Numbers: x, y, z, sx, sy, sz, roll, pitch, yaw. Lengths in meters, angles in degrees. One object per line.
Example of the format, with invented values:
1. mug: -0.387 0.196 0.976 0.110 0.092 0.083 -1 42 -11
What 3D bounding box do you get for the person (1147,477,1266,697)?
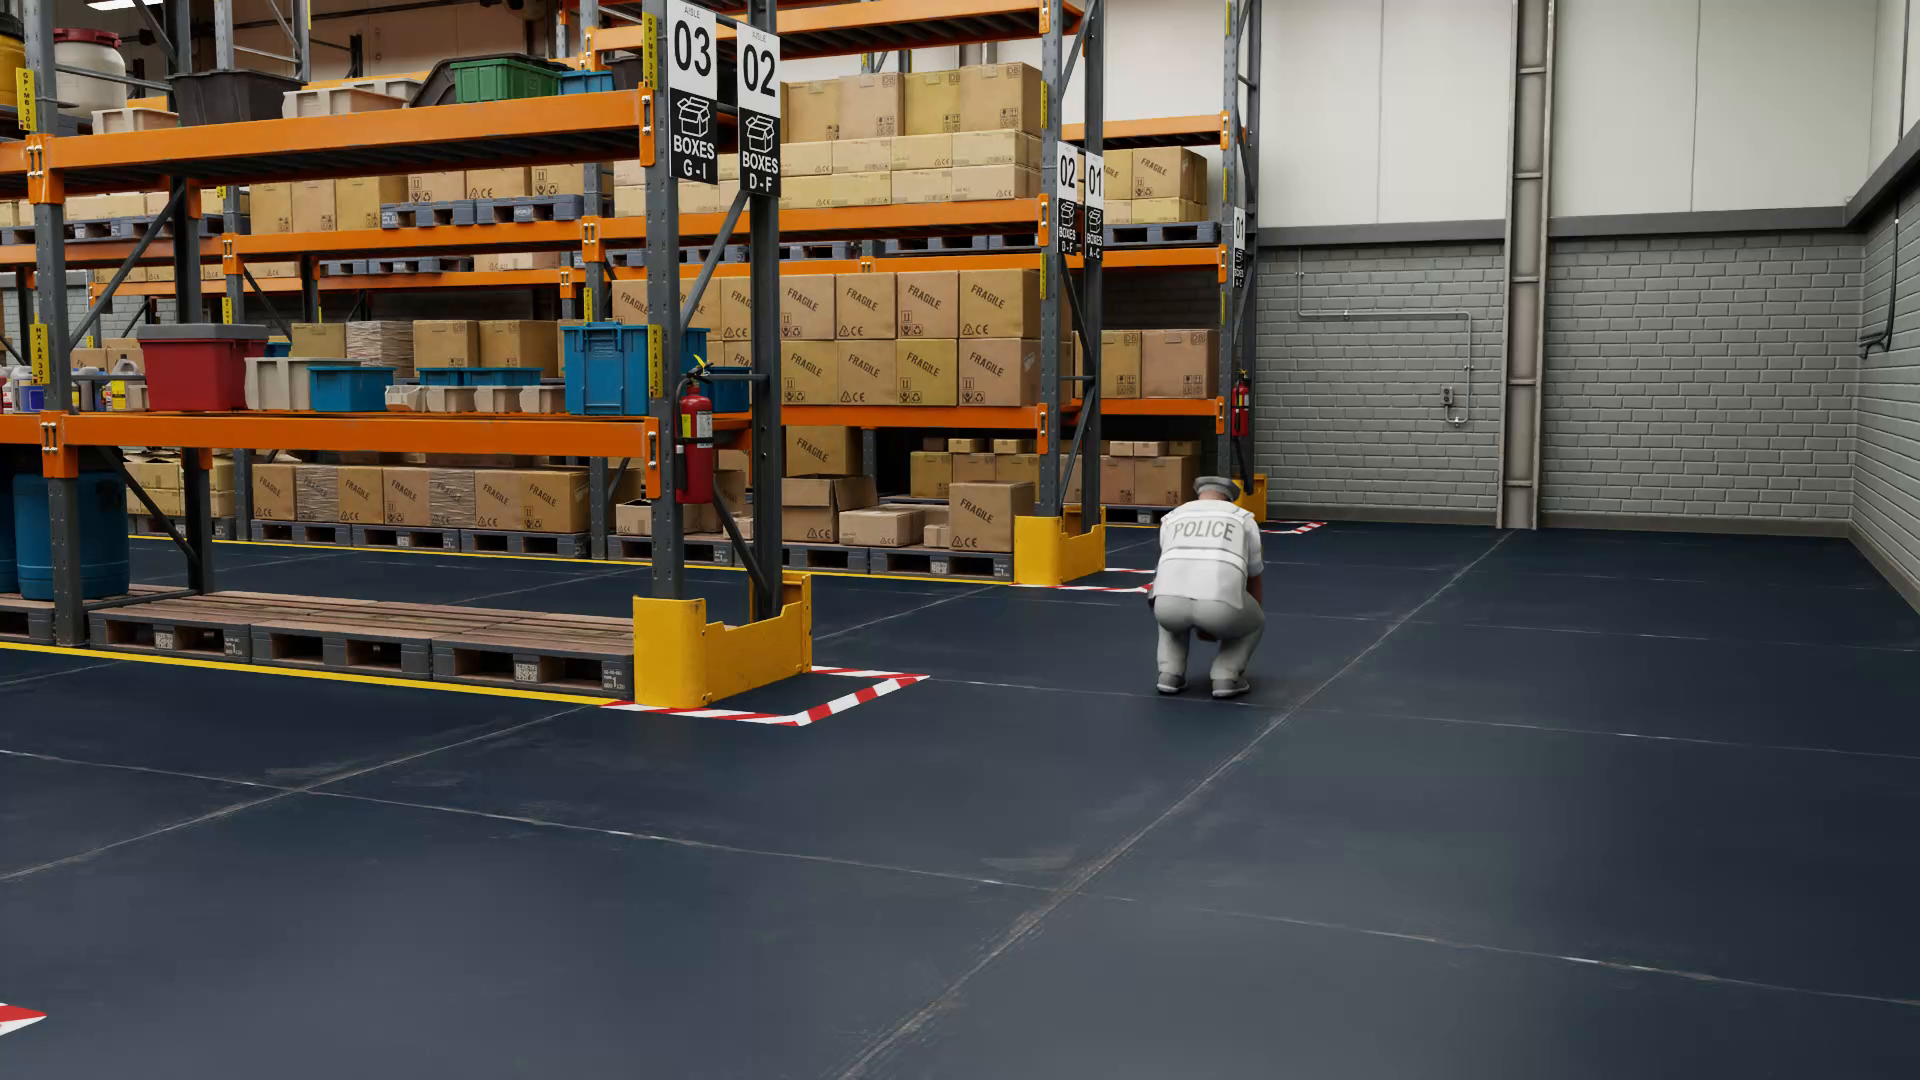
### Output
1. person: 1.208 0.218 8.098 0.535 1.026 0.909 2 6 22
